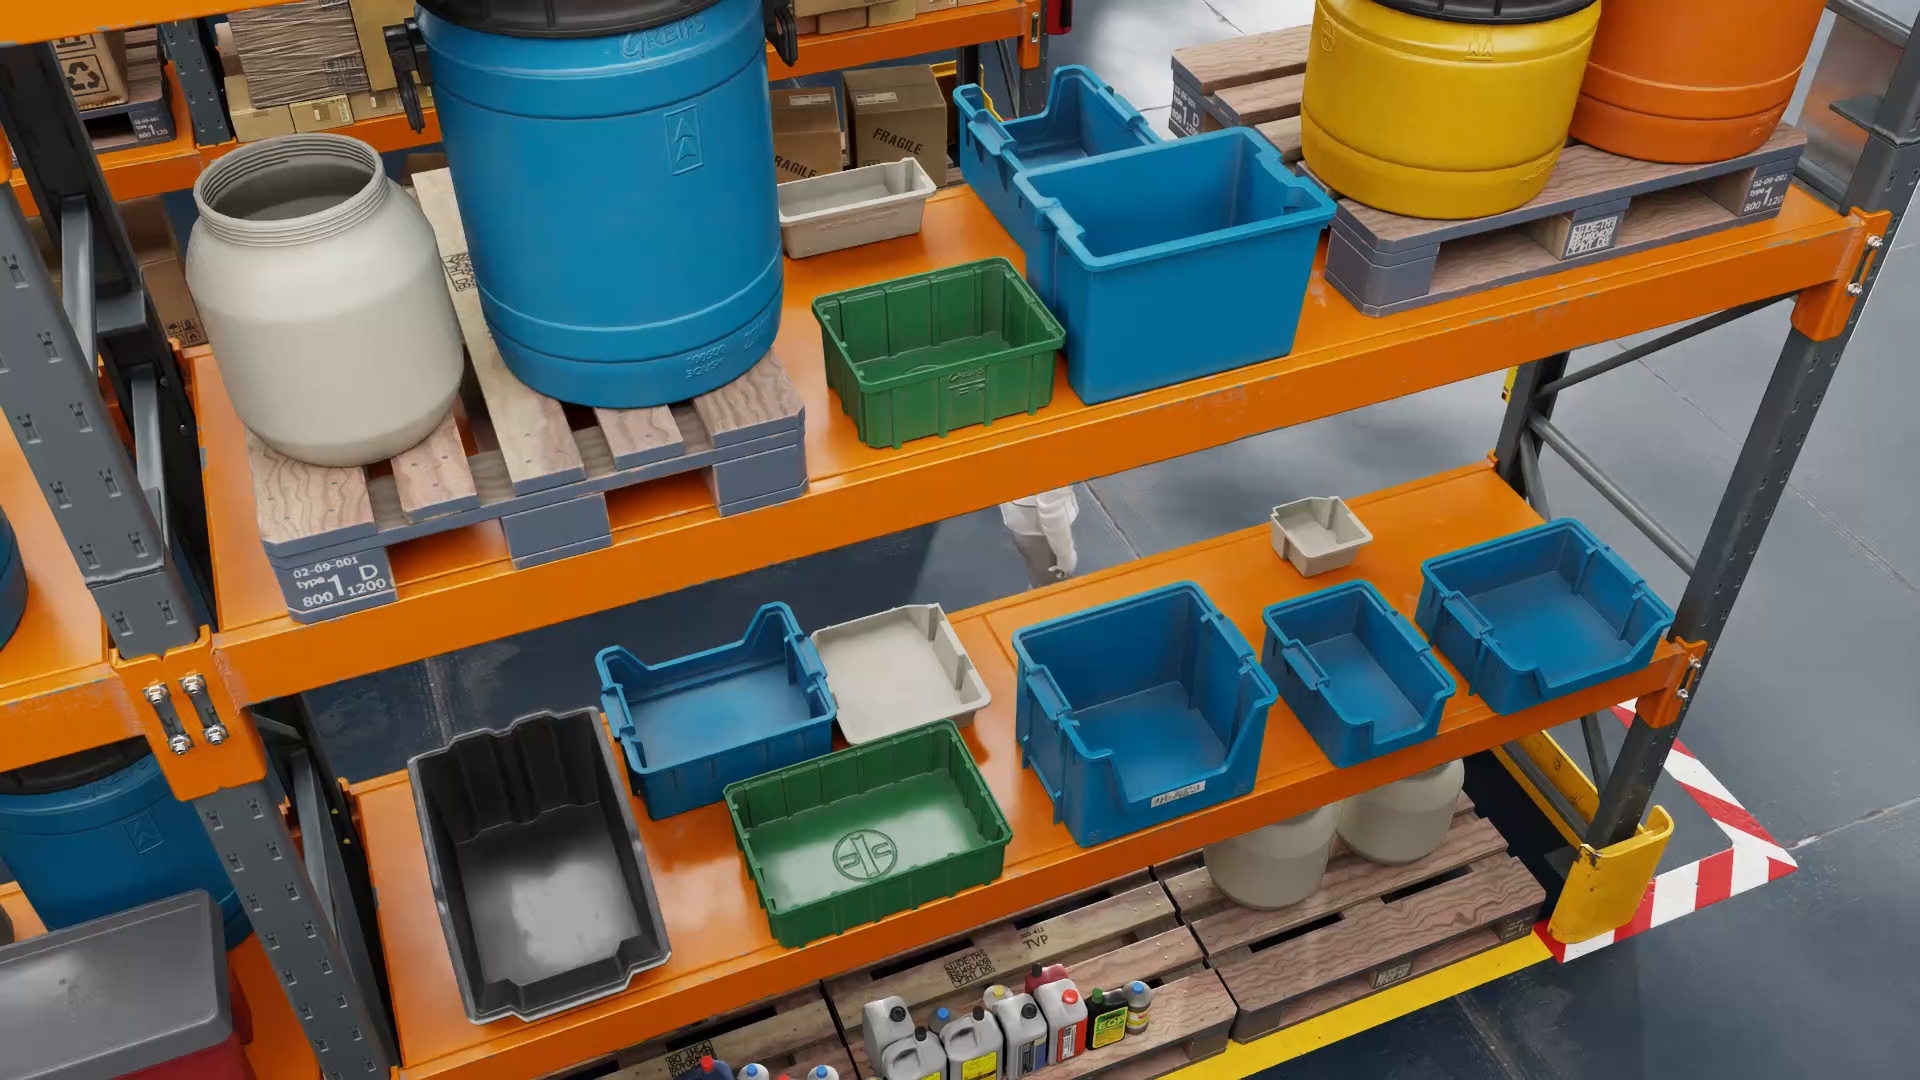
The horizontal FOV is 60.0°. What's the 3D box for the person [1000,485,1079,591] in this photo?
[{"bbox_3d":[0.354,-0.100,6.269,0.404,1.663,0.535,-3,42,-3],"label":"person"}]
